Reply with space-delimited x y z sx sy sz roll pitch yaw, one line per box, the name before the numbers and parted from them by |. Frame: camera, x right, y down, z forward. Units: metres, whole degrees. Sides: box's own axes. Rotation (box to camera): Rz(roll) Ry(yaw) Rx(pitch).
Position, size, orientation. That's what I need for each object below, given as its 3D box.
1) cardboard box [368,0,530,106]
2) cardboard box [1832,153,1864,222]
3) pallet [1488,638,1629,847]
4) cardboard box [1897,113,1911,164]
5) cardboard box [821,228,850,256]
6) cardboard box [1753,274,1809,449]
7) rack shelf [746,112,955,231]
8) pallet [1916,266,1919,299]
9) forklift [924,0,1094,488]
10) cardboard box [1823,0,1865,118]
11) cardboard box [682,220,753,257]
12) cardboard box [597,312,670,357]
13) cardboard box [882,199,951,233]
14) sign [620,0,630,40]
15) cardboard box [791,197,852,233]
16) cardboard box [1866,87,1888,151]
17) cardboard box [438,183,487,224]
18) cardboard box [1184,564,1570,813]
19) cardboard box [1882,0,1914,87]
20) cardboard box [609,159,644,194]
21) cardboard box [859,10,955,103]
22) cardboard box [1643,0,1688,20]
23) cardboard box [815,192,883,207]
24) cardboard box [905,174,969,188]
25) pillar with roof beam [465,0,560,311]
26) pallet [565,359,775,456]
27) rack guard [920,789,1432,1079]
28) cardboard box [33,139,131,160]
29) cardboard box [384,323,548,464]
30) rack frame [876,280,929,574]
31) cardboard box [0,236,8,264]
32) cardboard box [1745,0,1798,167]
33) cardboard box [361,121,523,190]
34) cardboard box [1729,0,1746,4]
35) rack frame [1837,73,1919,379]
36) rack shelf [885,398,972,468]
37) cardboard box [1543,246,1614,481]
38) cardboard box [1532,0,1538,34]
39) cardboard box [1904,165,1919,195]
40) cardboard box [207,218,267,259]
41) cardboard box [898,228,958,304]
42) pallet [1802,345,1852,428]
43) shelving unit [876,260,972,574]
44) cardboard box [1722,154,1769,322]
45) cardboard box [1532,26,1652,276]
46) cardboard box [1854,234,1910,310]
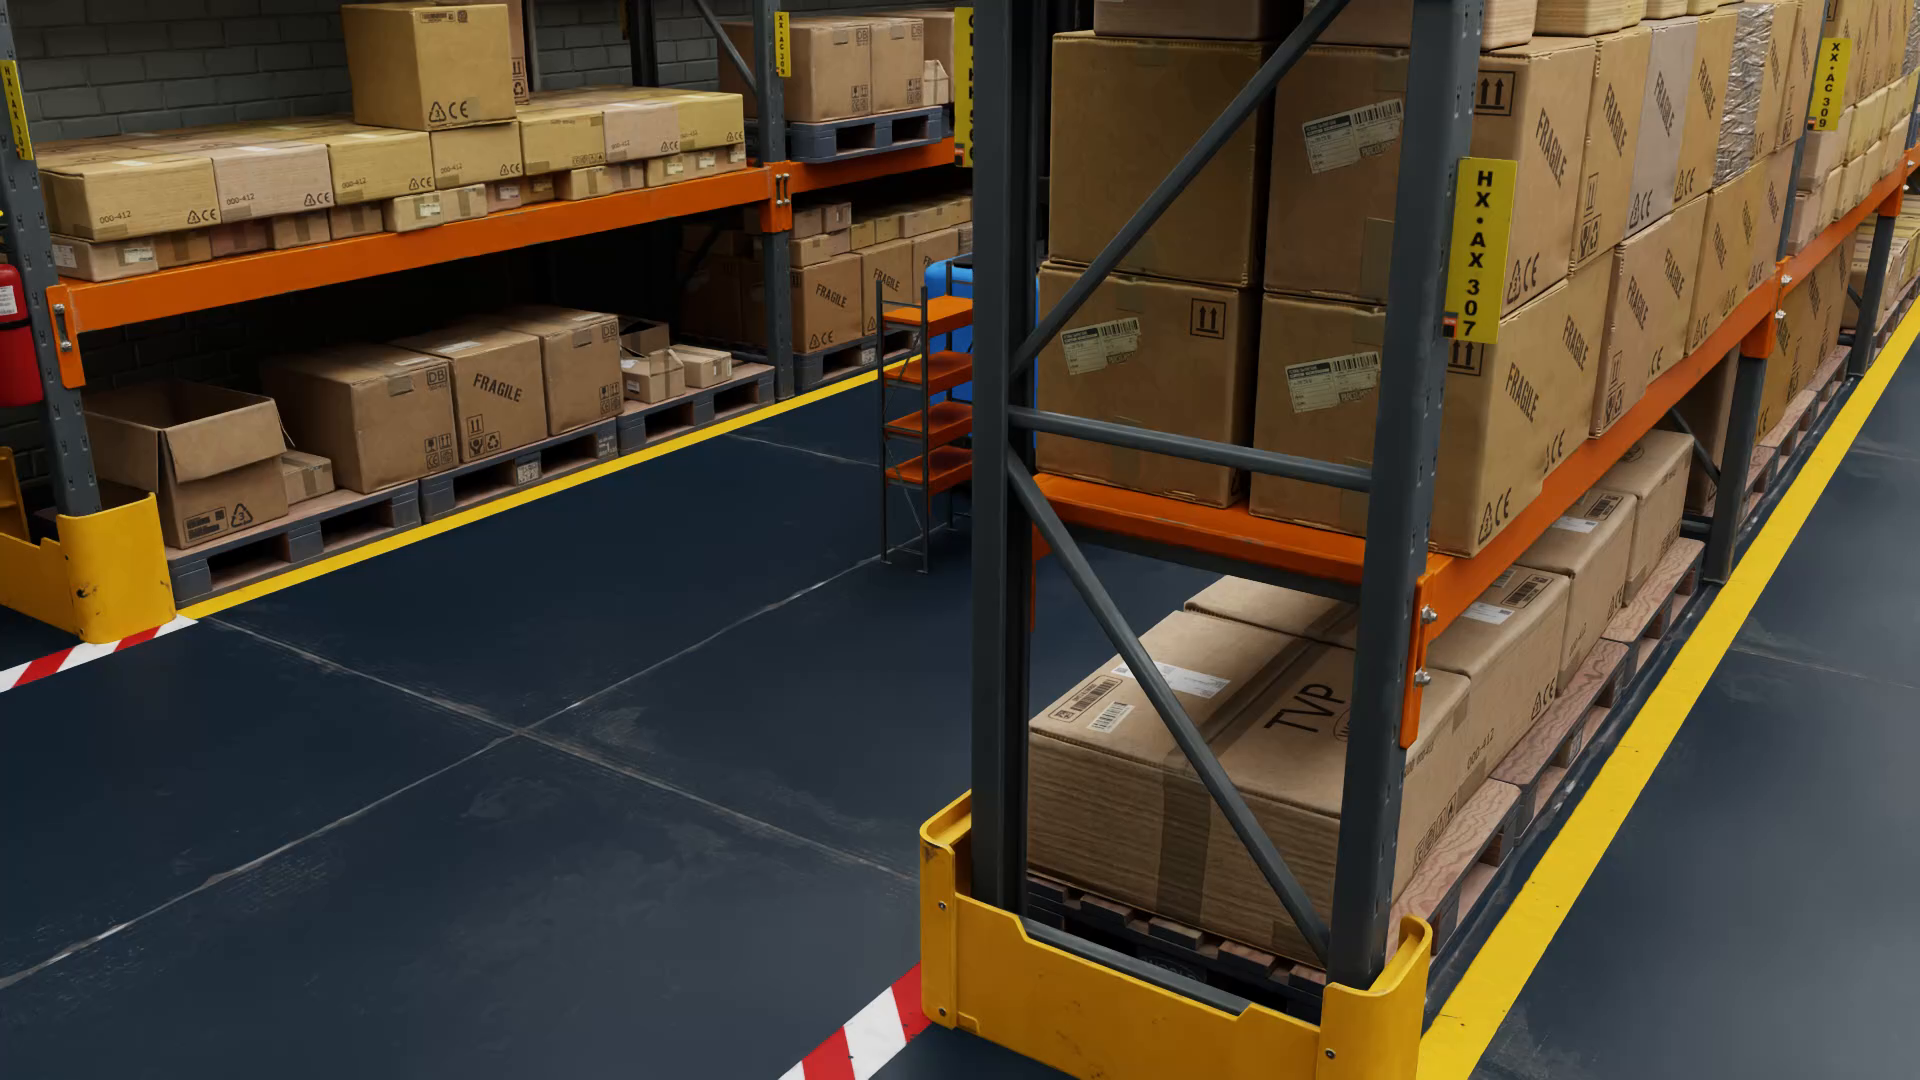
cardboard box | -2.444 -2.343 7.981 0.500 0.500 0.500 13 24 30
cardboard box | 3.777 -1.627 7.557 0.500 0.250 0.500 13 24 31
pallet | 1.543 0.532 5.522 1.003 0.211 1.213 13 24 32
cardboard box | 4.900 -2.212 9.137 0.500 0.250 0.500 12 24 30
cardboard box | -0.873 -1.772 9.793 0.380 0.149 0.250 13 24 30
cardboard box | 3.504 -0.985 8.061 0.875 0.875 0.875 14 25 33
rack shelf | -0.262 -2.534 10.828 1.077 0.370 4.000 13 24 32
pallet | 6.781 -2.094 12.622 1.003 0.211 1.213 13 24 32
forklift | 1.075 -1.942 8.291 1.130 2.935 3.031 14 24 32
cardboard box | 3.206 -1.916 6.536 0.500 0.500 0.500 14 24 32
cardboard box | -1.418 -1.788 9.837 0.380 0.149 0.250 12 24 30
cardboard box | -1.954 -1.090 9.157 0.500 0.311 0.500 14 25 34
cardboard box | -0.283 -2.064 10.584 0.380 0.149 0.250 14 25 34
sign | -1.848 -2.947 9.240 0.100 0.325 0.005 13 24 32
cardboard box | -0.859 -1.900 9.713 0.380 0.149 0.250 12 23 29
cardboard box | 4.059 -2.006 7.859 0.500 0.250 0.500 12 24 30
cardboard box | -2.327 -1.512 7.391 0.380 0.149 0.250 14 24 33
cardboard box | 1.268 0.349 5.085 0.875 0.438 0.875 14 25 33
cardboard box | 4.329 -2.504 8.126 0.500 0.500 0.500 13 24 32
cardboard box | -1.781 -1.810 8.198 0.380 0.149 0.250 14 24 33
cardboard box | -0.197 -3.010 10.329 0.700 0.500 0.500 13 24 32
cardboard box | 1.642 -1.420 4.259 0.380 0.149 0.250 14 24 32
cardboard box | -0.726 -2.167 10.864 0.380 0.149 0.250 14 24 33
cardboard box | -0.164 -2.467 11.673 0.380 0.149 0.250 12 23 29
pillar with roof beam | 1.037 -4.247 5.776 9.100 9.000 0.400 13 24 32
pallet | -1.774 -0.792 9.103 1.003 0.211 1.213 13 24 32
rack guard | 0.458 0.997 3.850 1.175 0.500 0.348 13 24 32
cardboard box | -3.596 -1.402 6.520 0.500 0.250 0.500 14 25 33
cardboard box | -2.320 -0.701 7.834 0.500 0.500 0.500 14 24 33
rack frame | -0.230 -0.445 6.739 0.240 1.200 0.015 13 24 32
cardboard box | -3.671 -1.179 6.491 0.380 0.149 0.250 13 24 31
cardboard box | 2.392 -1.513 5.446 0.500 0.500 0.500 13 24 31
cardboard box | -2.322 -1.738 7.427 0.500 0.250 0.500 13 24 30
cardboard box | 2.186 -1.721 5.073 0.380 0.149 0.250 13 24 31
rack frame | 4.969 -2.478 9.640 1.000 3.000 0.127 13 24 32
rack shelf | -0.093 -0.452 6.952 0.258 0.148 0.480 13 24 32
cardboard box | 1.241 -0.462 4.045 0.500 0.500 0.500 13 24 31
cardboard box | 0.989 -1.140 3.502 0.380 0.149 0.250 14 24 33
cardboard box | 7.773 -3.001 13.332 0.500 0.500 0.500 15 25 34
cardboard box | -3.000 -1.237 6.647 0.380 0.149 0.250 13 24 31
cardboard box | -0.353 -1.714 10.572 0.500 0.500 0.500 12 24 30
pallet | 4.464 -0.959 9.552 1.003 0.211 1.213 13 24 32
shelving unit | -0.093 -0.515 6.928 0.258 1.200 0.503 13 24 32
cardboard box | 2.387 -1.045 5.623 0.500 0.500 0.500 13 24 31
cardboard box | 1.262 -0.930 3.870 0.500 0.500 0.500 13 24 30
cardboard box | 5.703 -1.816 11.033 0.950 0.372 0.625 13 24 31
